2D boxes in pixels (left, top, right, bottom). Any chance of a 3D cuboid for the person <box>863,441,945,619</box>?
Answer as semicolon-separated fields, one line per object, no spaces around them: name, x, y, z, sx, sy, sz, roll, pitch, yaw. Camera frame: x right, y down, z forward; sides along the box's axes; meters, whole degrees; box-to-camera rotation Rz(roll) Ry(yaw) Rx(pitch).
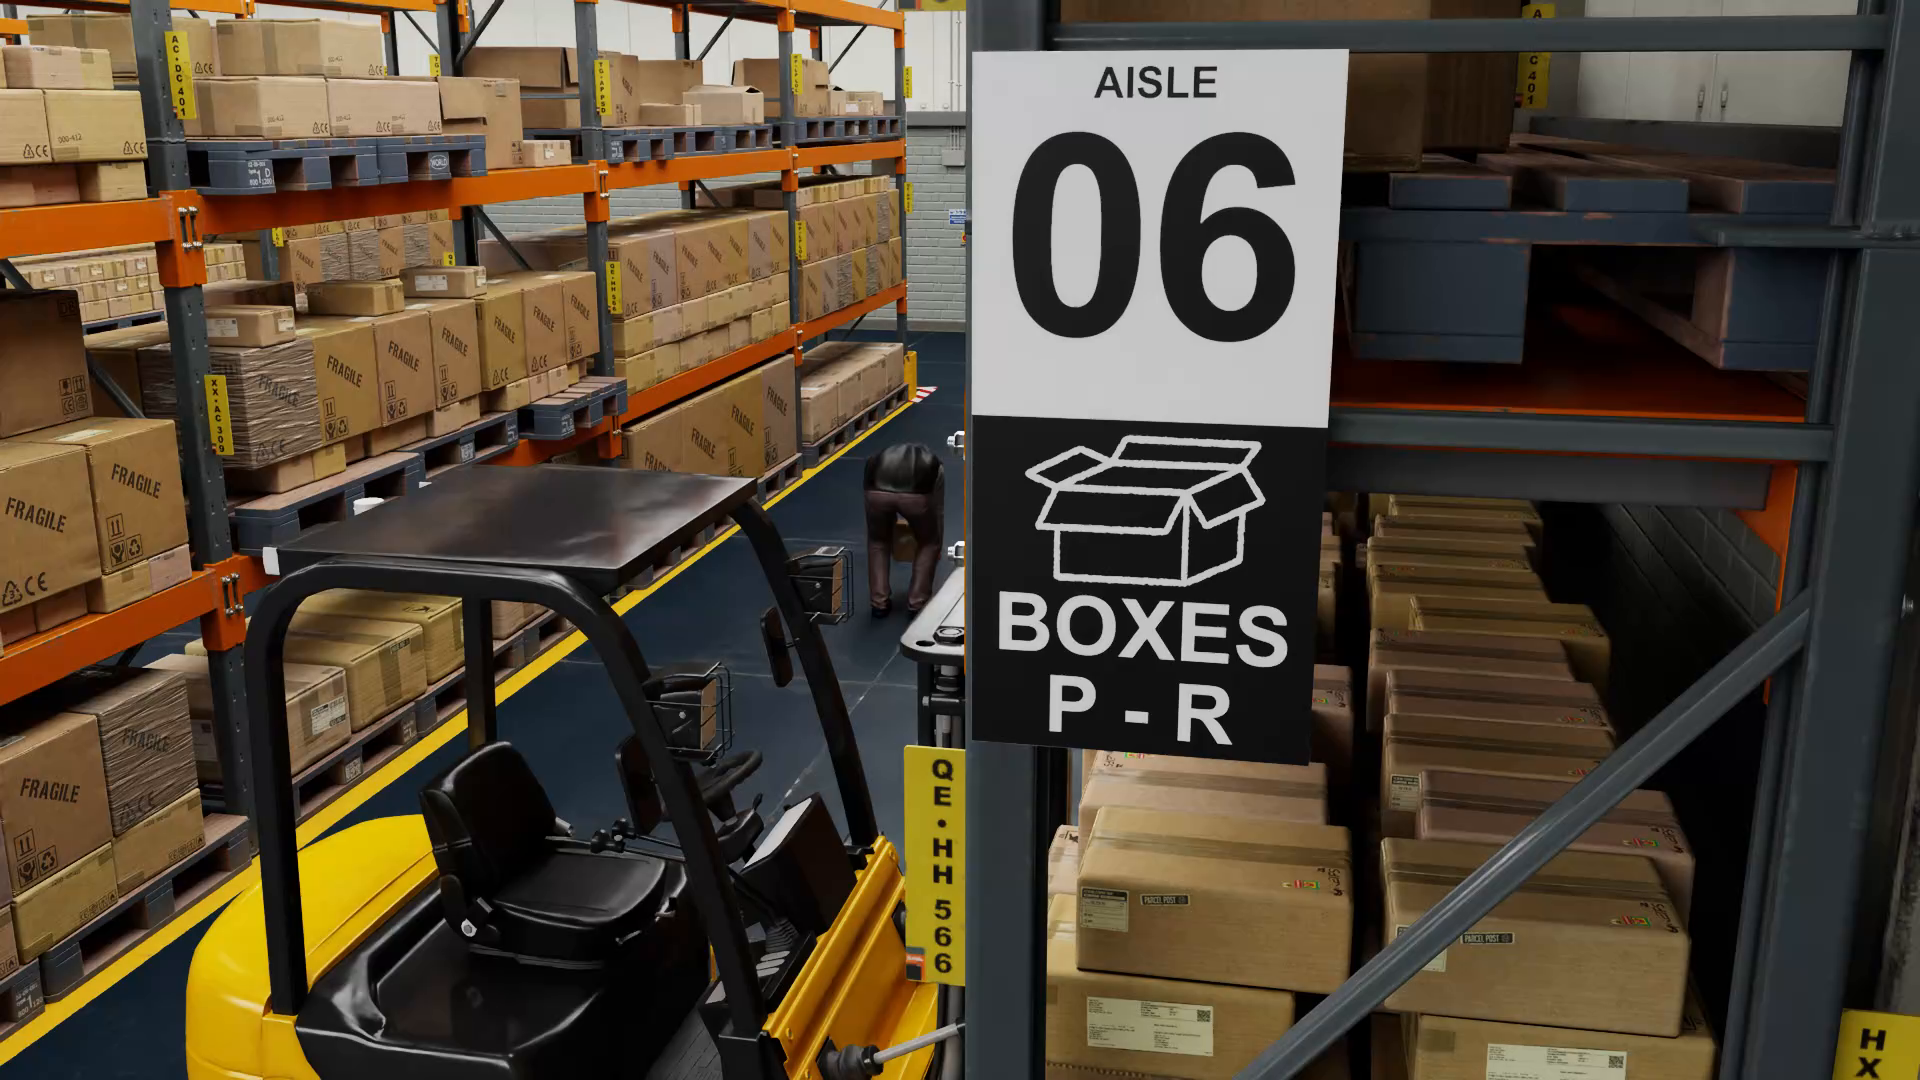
person;-0.340;-0.113;10.735;0.475;1.100;0.961;2;15;9
